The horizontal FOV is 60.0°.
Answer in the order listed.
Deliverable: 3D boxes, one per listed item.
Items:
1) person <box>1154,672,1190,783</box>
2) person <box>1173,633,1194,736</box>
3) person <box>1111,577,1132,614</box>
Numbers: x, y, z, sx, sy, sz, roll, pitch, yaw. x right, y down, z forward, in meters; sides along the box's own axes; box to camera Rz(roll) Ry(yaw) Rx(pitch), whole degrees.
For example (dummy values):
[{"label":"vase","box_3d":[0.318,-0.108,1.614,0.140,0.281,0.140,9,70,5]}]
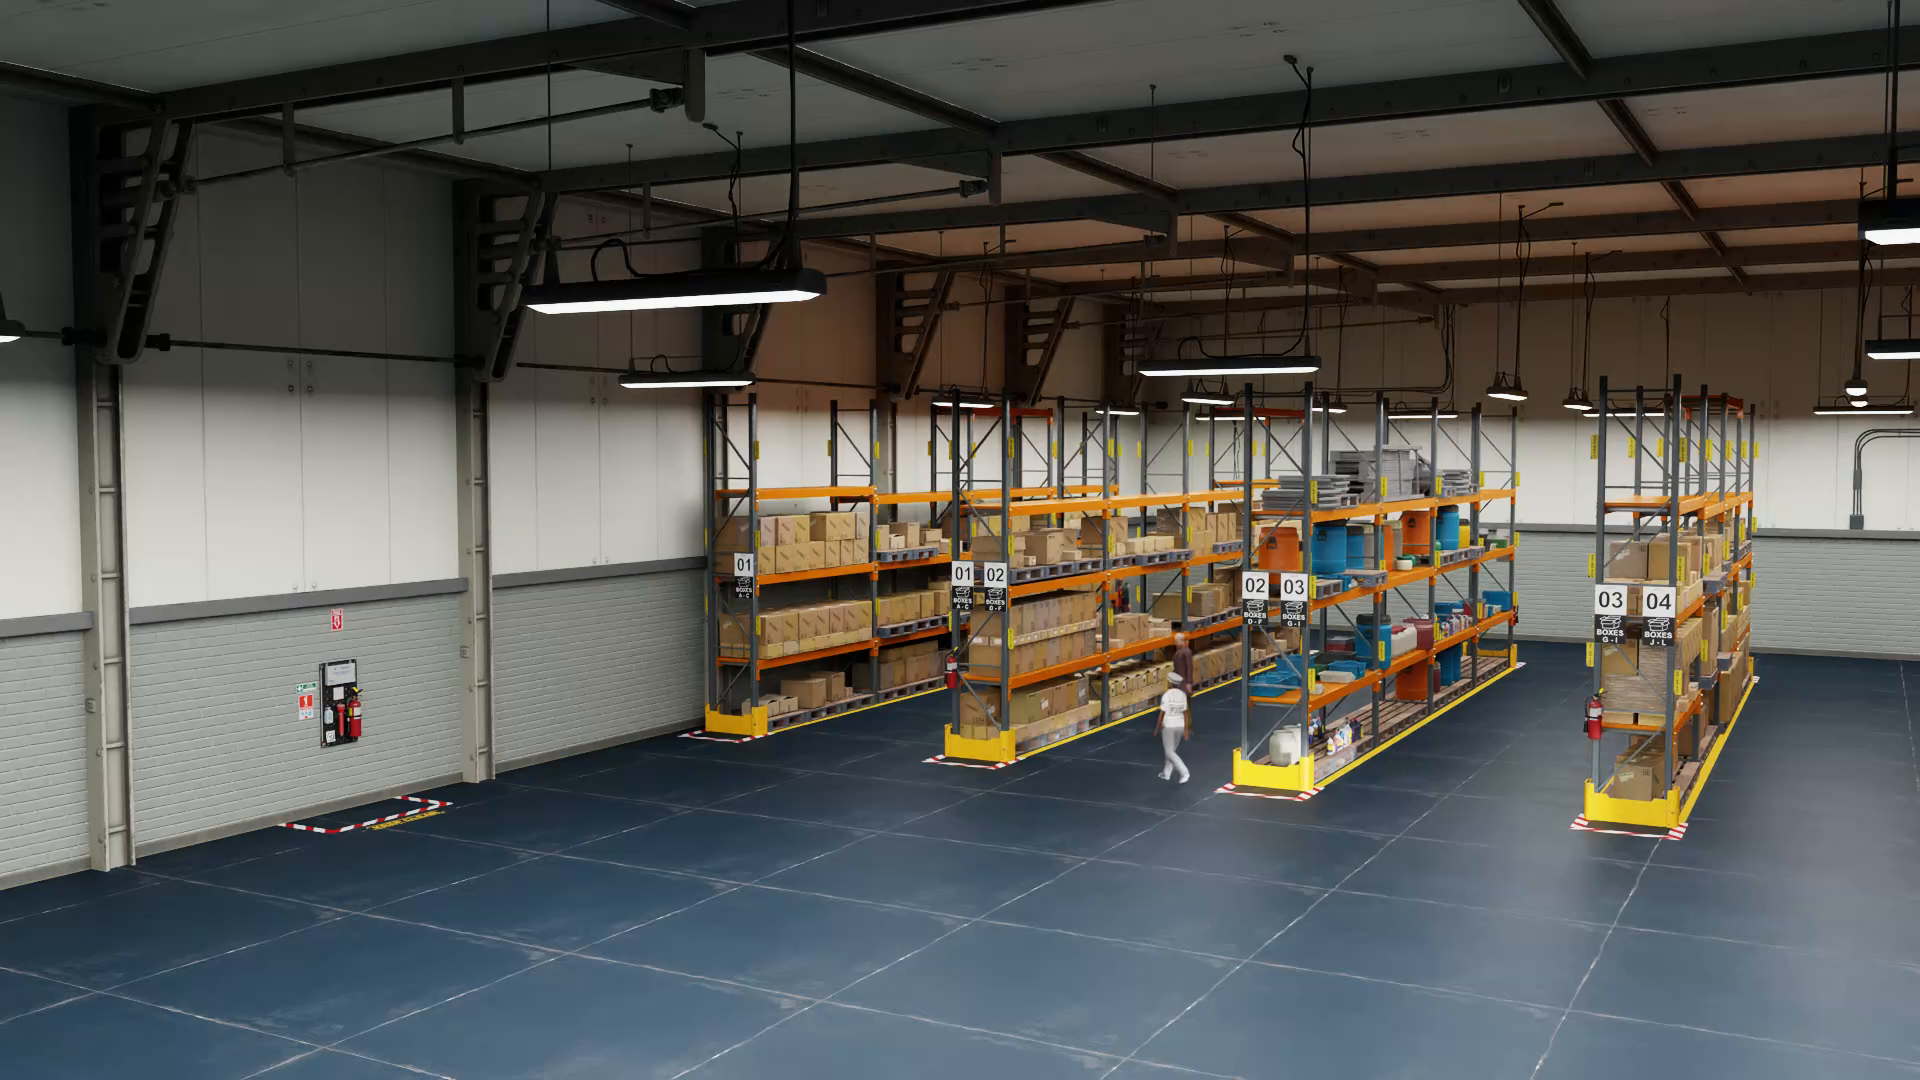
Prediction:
[{"label":"person","box_3d":[3.192,2.813,24.952,0.466,1.656,0.899,-2,4,-33]},{"label":"person","box_3d":[3.885,2.527,29.293,0.419,1.776,0.640,0,3,-7]},{"label":"person","box_3d":[4.300,1.755,44.312,0.562,1.741,0.416,0,3,2]}]
